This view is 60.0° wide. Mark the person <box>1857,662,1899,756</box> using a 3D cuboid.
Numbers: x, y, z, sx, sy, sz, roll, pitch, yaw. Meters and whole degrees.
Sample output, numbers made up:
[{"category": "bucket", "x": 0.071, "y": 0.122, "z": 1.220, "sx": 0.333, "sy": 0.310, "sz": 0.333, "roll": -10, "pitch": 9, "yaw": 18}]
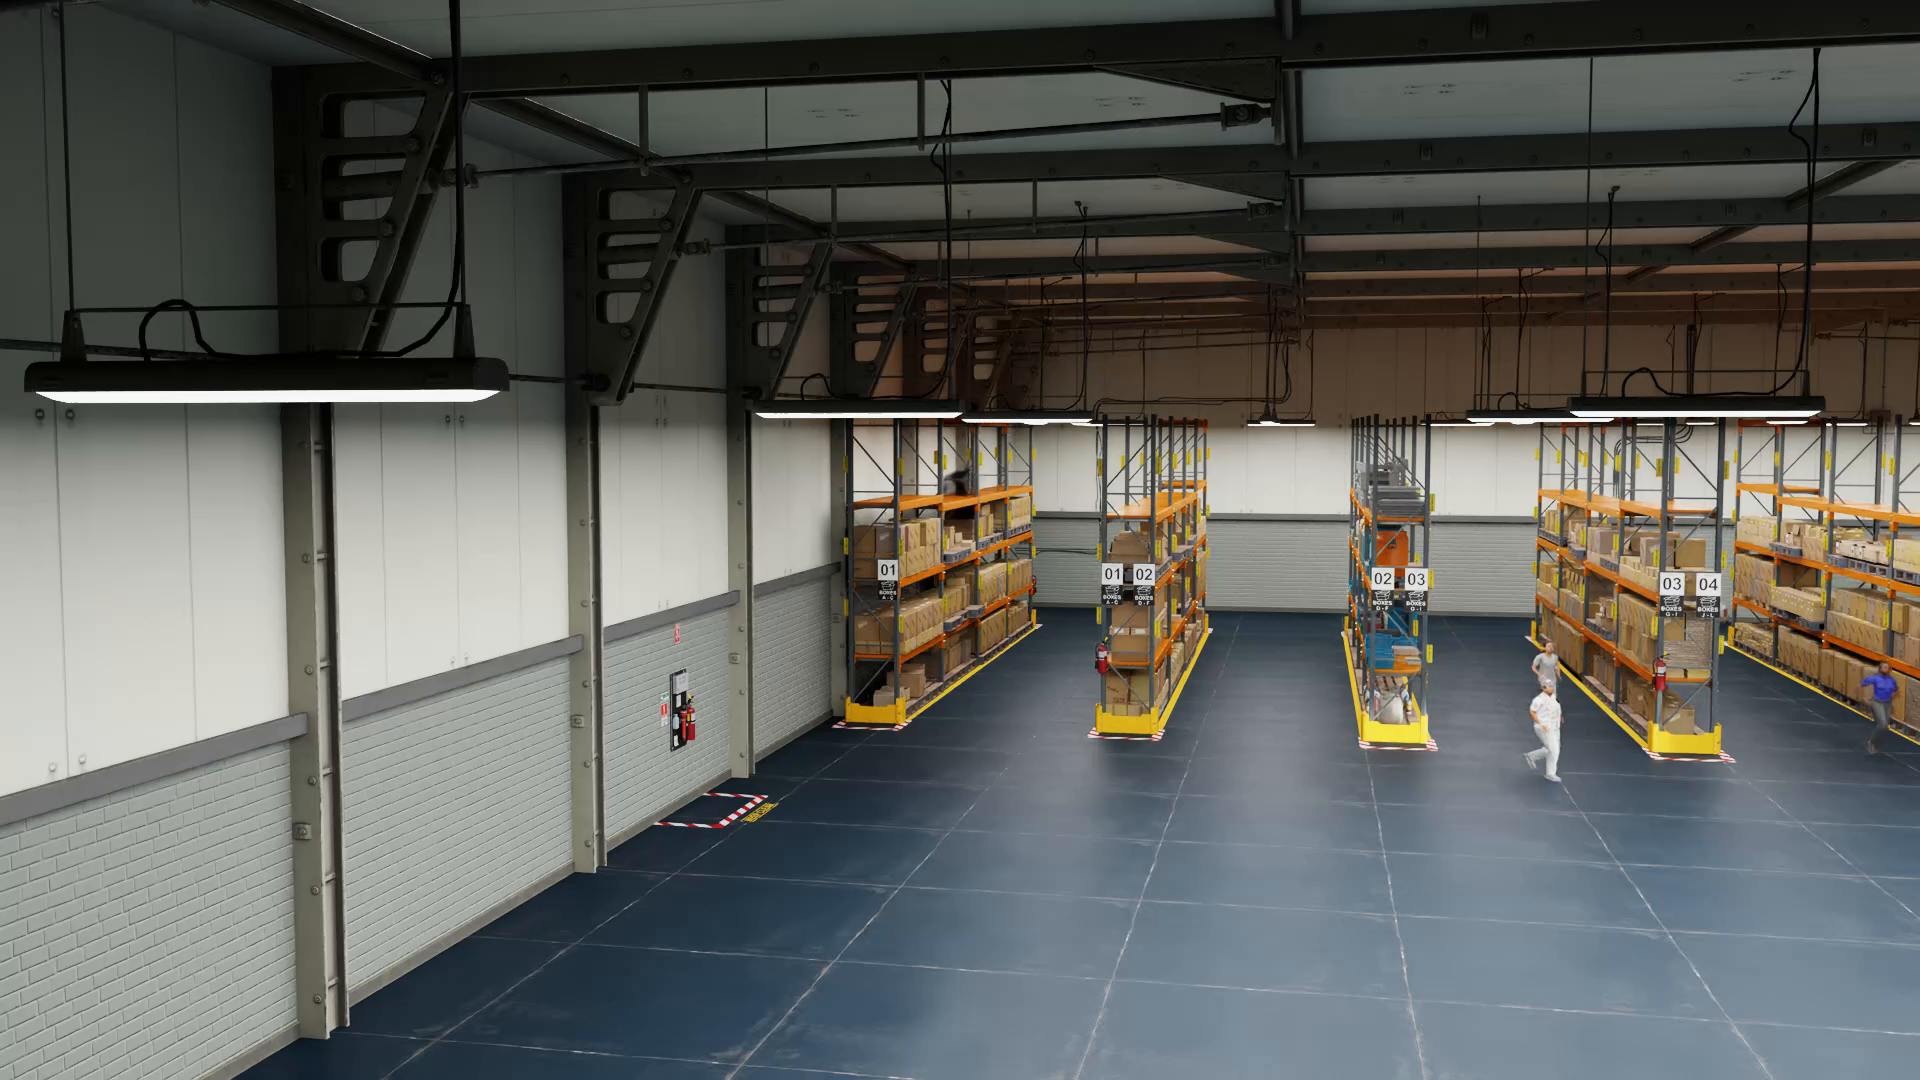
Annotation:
[{"category": "person", "x": 16.203, "y": 2.970, "z": 29.251, "sx": 0.591, "sy": 1.659, "sz": 0.606, "roll": -1, "pitch": 4, "yaw": -12}]

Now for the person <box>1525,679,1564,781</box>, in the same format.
[{"category": "person", "x": 9.599, "y": 3.098, "z": 27.288, "sx": 0.602, "sy": 1.659, "sz": 0.674, "roll": -3, "pitch": 5, "yaw": -40}]

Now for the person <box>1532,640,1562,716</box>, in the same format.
[{"category": "person", "x": 11.404, "y": 2.757, "z": 32.298, "sx": 0.549, "sy": 1.623, "sz": 0.556, "roll": -1, "pitch": 4, "yaw": -9}]

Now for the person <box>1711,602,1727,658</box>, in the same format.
[{"category": "person", "x": 18.570, "y": 2.110, "z": 41.071, "sx": 0.720, "sy": 1.714, "sz": 0.781, "roll": 1, "pitch": 4, "yaw": 18}]
